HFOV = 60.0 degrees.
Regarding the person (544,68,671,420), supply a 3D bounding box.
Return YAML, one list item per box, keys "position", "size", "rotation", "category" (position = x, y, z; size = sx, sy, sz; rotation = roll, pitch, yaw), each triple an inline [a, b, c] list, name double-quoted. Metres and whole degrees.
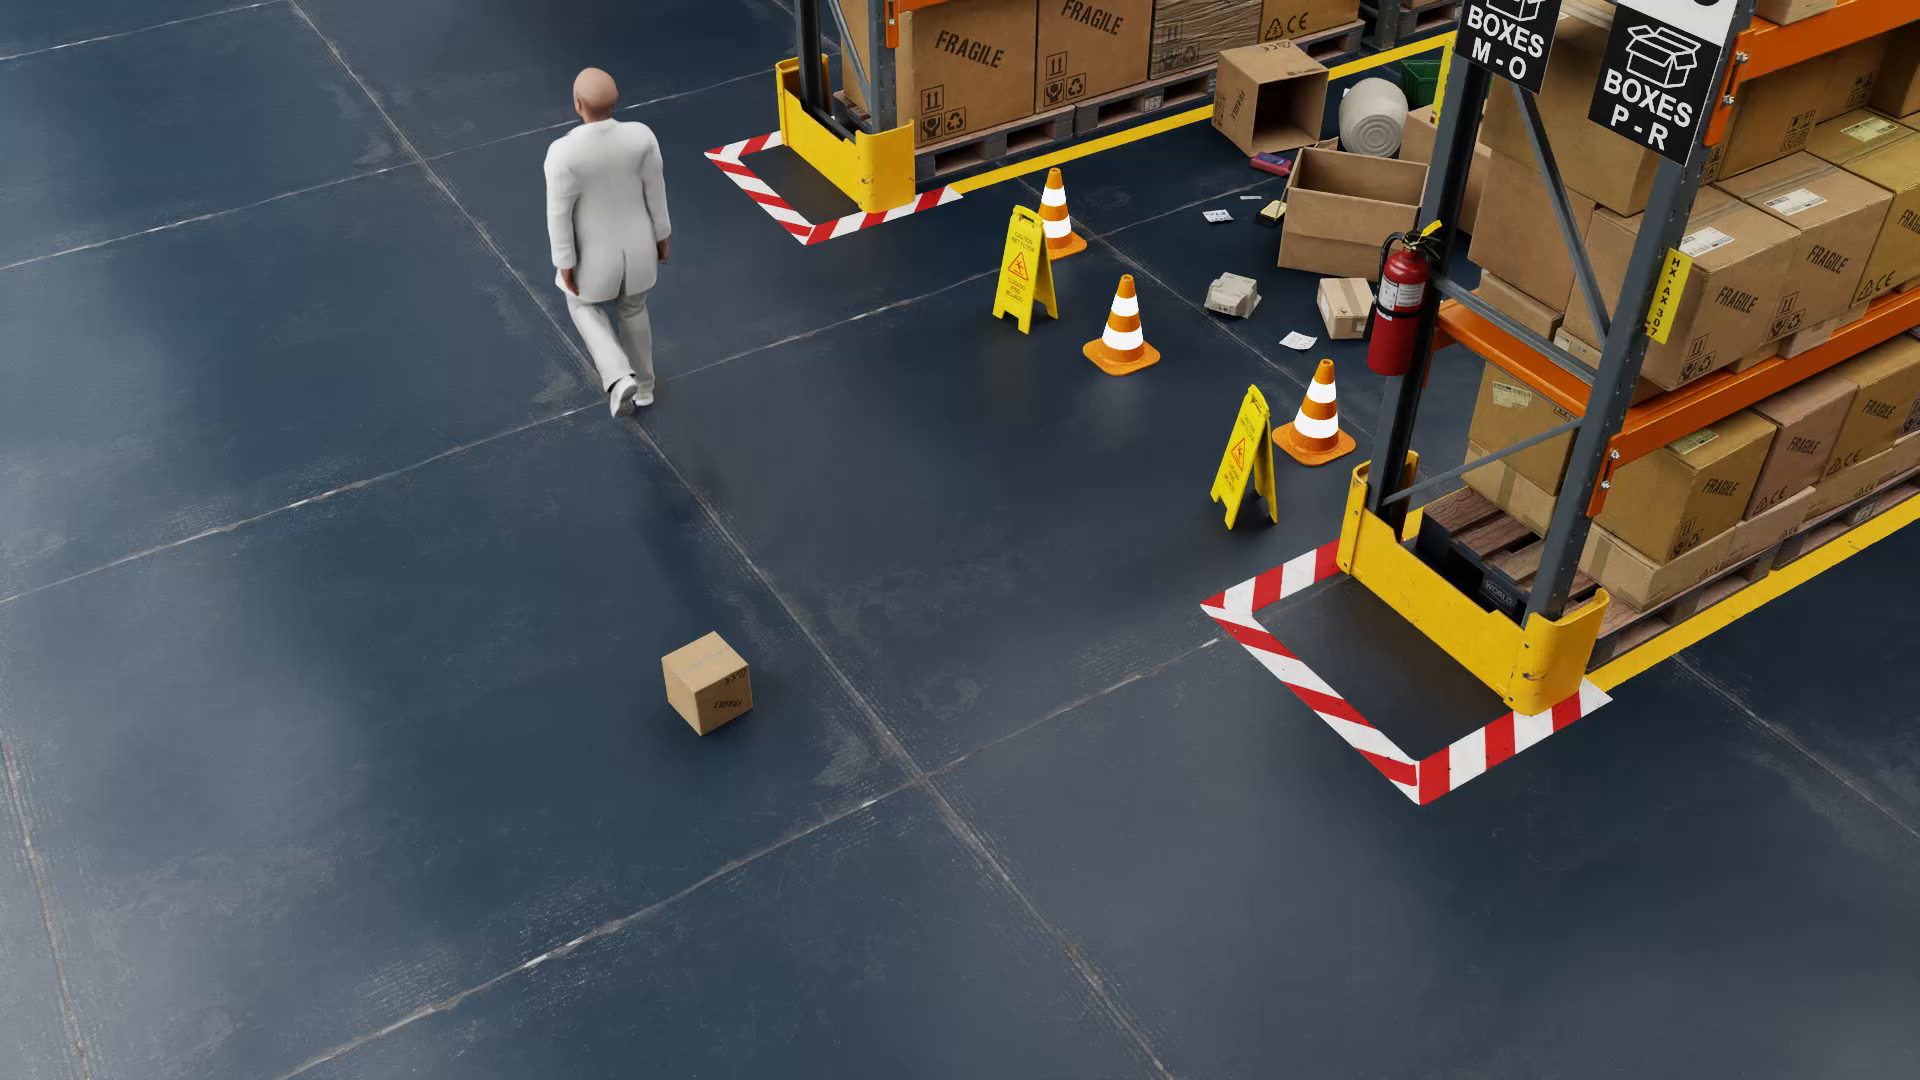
- position: [-1.618, -1.366, 7.745]
  size: [0.597, 1.761, 0.607]
  rotation: [-20, 44, -22]
  category: "person"
